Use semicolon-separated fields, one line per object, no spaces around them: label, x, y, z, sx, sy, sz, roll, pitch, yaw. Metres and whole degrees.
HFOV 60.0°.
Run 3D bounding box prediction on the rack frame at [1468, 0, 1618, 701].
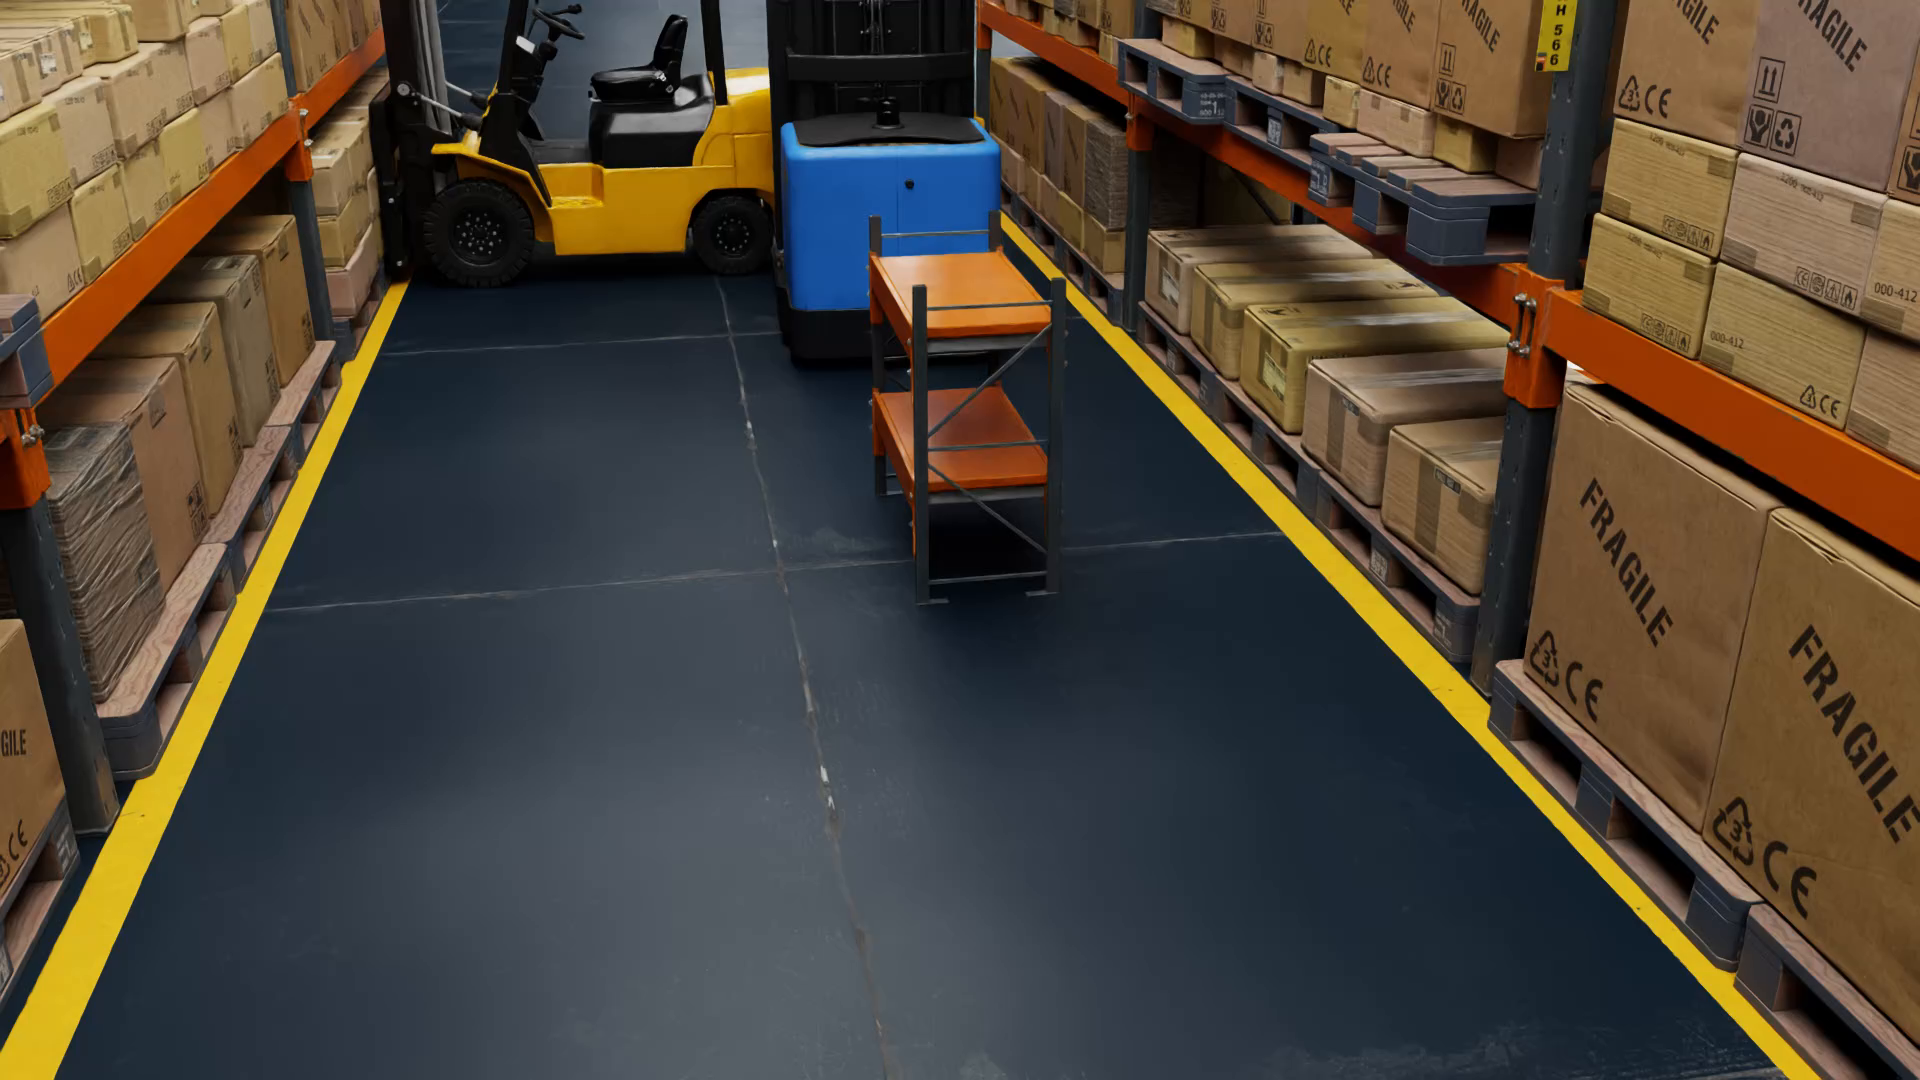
rack frame;2.101;-0.941;4.657;1.000;3.000;0.127;-4;24;-10

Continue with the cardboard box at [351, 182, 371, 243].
cardboard box;-3.397;-1.718;8.722;0.500;0.250;0.500;-4;24;-10

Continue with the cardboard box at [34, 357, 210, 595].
cardboard box;-3.007;-0.179;5.355;0.875;0.625;0.625;-4;24;-8

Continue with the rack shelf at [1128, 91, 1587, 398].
rack shelf;1.731;-1.398;6.602;1.077;0.370;4.000;-4;24;-10

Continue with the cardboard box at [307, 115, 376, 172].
cardboard box;-3.485;-2.146;9.078;0.500;0.250;0.500;-3;24;-8

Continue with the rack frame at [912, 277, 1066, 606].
rack frame;0.095;-0.313;5.561;0.500;1.125;0.032;-4;24;-10

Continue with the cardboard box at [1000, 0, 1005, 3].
cardboard box;0.481;-3.824;11.571;0.380;0.149;0.250;-4;24;-10

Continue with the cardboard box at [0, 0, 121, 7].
cardboard box;-2.938;-1.665;5.378;0.380;0.149;0.250;-4;24;-10

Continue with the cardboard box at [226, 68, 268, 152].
cardboard box;-3.067;-1.701;6.583;0.500;0.250;0.500;-4;24;-10

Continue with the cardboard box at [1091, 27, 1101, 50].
cardboard box;0.946;-2.808;9.246;0.380;0.149;0.250;-5;24;-10

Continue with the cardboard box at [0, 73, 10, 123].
cardboard box;-2.546;-1.062;4.000;0.380;0.149;0.250;-4;24;-8

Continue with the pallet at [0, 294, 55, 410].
pallet;-2.582;-0.223;3.252;1.213;0.211;1.003;-4;24;-10

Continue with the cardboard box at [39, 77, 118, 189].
cardboard box;-2.710;-1.122;4.635;0.500;0.250;0.500;-4;24;-8

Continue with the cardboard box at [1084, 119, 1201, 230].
cardboard box;0.988;-2.003;9.063;0.500;0.500;0.500;-5;24;-10

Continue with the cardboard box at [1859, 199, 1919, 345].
cardboard box;2.127;-0.484;3.172;0.500;0.250;0.500;-4;24;-10

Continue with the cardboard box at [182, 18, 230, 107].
cardboard box;-2.983;-1.728;6.022;0.500;0.250;0.500;-4;24;-9

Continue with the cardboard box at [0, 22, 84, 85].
cardboard box;-2.730;-1.368;4.700;0.380;0.149;0.250;-4;24;-9

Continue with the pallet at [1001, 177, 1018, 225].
pallet;0.751;-2.458;11.614;1.003;0.211;1.213;-4;24;-10

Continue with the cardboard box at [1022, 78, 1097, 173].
cardboard box;0.690;-2.613;10.460;0.500;0.500;0.500;-4;24;-9

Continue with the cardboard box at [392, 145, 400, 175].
cardboard box;-3.660;-2.312;10.083;0.500;0.250;0.500;-5;24;-11

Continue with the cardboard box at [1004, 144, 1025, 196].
cardboard box;0.586;-2.481;11.094;0.500;0.250;0.500;-3;24;-8

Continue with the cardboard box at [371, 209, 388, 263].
cardboard box;-3.499;-1.692;9.288;0.500;0.250;0.500;-4;24;-9

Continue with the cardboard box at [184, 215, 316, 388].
cardboard box;-3.408;-1.045;7.338;0.875;0.625;0.625;-3;24;-7

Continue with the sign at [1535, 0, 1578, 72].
sign;1.570;-1.391;4.341;0.100;0.325;0.005;-4;24;-10

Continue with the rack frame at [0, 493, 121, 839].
rack frame;-2.776;-0.572;3.812;1.000;3.000;0.127;-4;24;-10

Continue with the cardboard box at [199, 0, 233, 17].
cardboard box;-2.997;-2.077;6.322;0.380;0.149;0.250;-5;24;-11

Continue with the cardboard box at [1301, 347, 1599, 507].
cardboard box;1.862;-0.442;6.273;0.950;0.372;0.625;-5;24;-11

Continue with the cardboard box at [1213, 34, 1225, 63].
cardboard box;1.318;-2.146;7.206;0.380;0.149;0.250;-3;24;-6

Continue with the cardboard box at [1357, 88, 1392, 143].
cardboard box;1.559;-1.425;5.555;0.380;0.149;0.250;-5;24;-12

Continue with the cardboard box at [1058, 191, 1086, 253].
cardboard box;0.880;-1.868;9.690;0.500;0.250;0.500;-5;24;-11

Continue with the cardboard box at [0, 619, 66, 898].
cardboard box;-2.487;0.531;3.884;0.500;0.500;0.500;-4;24;-8

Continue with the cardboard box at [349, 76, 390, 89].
cardboard box;-3.764;-2.751;10.463;0.500;0.250;0.500;-4;24;-9

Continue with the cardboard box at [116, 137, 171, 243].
cardboard box;-2.808;-1.096;5.200;0.500;0.250;0.500;-5;24;-11

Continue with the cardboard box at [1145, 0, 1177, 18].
cardboard box;1.166;-2.683;7.625;0.500;0.500;0.500;-4;24;-8

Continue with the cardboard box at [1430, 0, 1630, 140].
cardboard box;1.744;-1.474;4.856;0.500;0.500;0.500;-5;24;-11

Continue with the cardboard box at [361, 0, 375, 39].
cardboard box;-3.725;-3.184;9.668;0.500;0.500;0.500;-5;24;-11

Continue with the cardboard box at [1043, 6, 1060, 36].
cardboard box;0.710;-3.104;9.923;0.380;0.149;0.250;-4;24;-9

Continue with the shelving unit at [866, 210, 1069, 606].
shelving unit;0.001;-0.513;6.019;0.538;1.125;1.048;-4;24;-10

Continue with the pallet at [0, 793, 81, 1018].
pallet;-2.675;1.002;3.692;1.003;0.211;1.213;-4;24;-10

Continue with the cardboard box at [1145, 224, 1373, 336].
cardboard box;1.461;-1.296;8.229;0.950;0.372;0.625;-4;24;-9

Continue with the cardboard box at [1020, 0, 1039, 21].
cardboard box;0.594;-3.413;10.630;0.380;0.149;0.250;-4;24;-8

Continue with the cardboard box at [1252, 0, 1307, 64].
cardboard box;1.443;-2.090;6.265;0.500;0.500;0.500;-5;24;-12

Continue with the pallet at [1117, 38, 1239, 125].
pallet;1.360;-2.115;7.585;1.003;0.211;1.213;-4;24;-10

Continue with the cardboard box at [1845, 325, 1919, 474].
cardboard box;2.148;-0.254;3.271;0.500;0.250;0.500;-4;24;-8

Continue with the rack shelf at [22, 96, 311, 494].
rack shelf;-3.146;-1.029;5.758;1.077;0.370;4.000;-4;24;-10

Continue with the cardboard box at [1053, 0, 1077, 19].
cardboard box;0.833;-3.259;9.467;0.500;0.500;0.500;-4;24;-8

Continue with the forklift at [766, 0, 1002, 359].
forklift;-0.503;-2.782;8.958;1.130;2.935;3.031;-3;24;-7

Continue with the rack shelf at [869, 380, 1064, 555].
rack shelf;0.001;-0.289;6.117;0.538;0.278;1.000;-4;24;-10

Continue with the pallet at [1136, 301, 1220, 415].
pallet;1.507;-0.930;8.117;1.003;0.211;1.213;-4;24;-10

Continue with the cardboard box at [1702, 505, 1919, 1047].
cardboard box;2.308;0.469;3.558;0.875;0.875;0.875;-4;24;-9

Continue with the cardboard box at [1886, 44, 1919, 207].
cardboard box;2.134;-0.834;3.037;0.500;0.500;0.500;-4;24;-8

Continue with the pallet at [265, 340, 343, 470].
pallet;-3.341;-0.581;7.316;1.003;0.211;1.213;-4;24;-10

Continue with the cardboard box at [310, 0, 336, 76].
cardboard box;-3.454;-2.589;8.305;0.500;0.500;0.500;-4;24;-9

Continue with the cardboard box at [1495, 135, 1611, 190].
cardboard box;1.809;-1.130;4.878;0.380;0.149;0.250;-3;24;-8

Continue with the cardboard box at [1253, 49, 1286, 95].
cardboard box;1.367;-1.836;6.496;0.380;0.149;0.250;-3;24;-8
